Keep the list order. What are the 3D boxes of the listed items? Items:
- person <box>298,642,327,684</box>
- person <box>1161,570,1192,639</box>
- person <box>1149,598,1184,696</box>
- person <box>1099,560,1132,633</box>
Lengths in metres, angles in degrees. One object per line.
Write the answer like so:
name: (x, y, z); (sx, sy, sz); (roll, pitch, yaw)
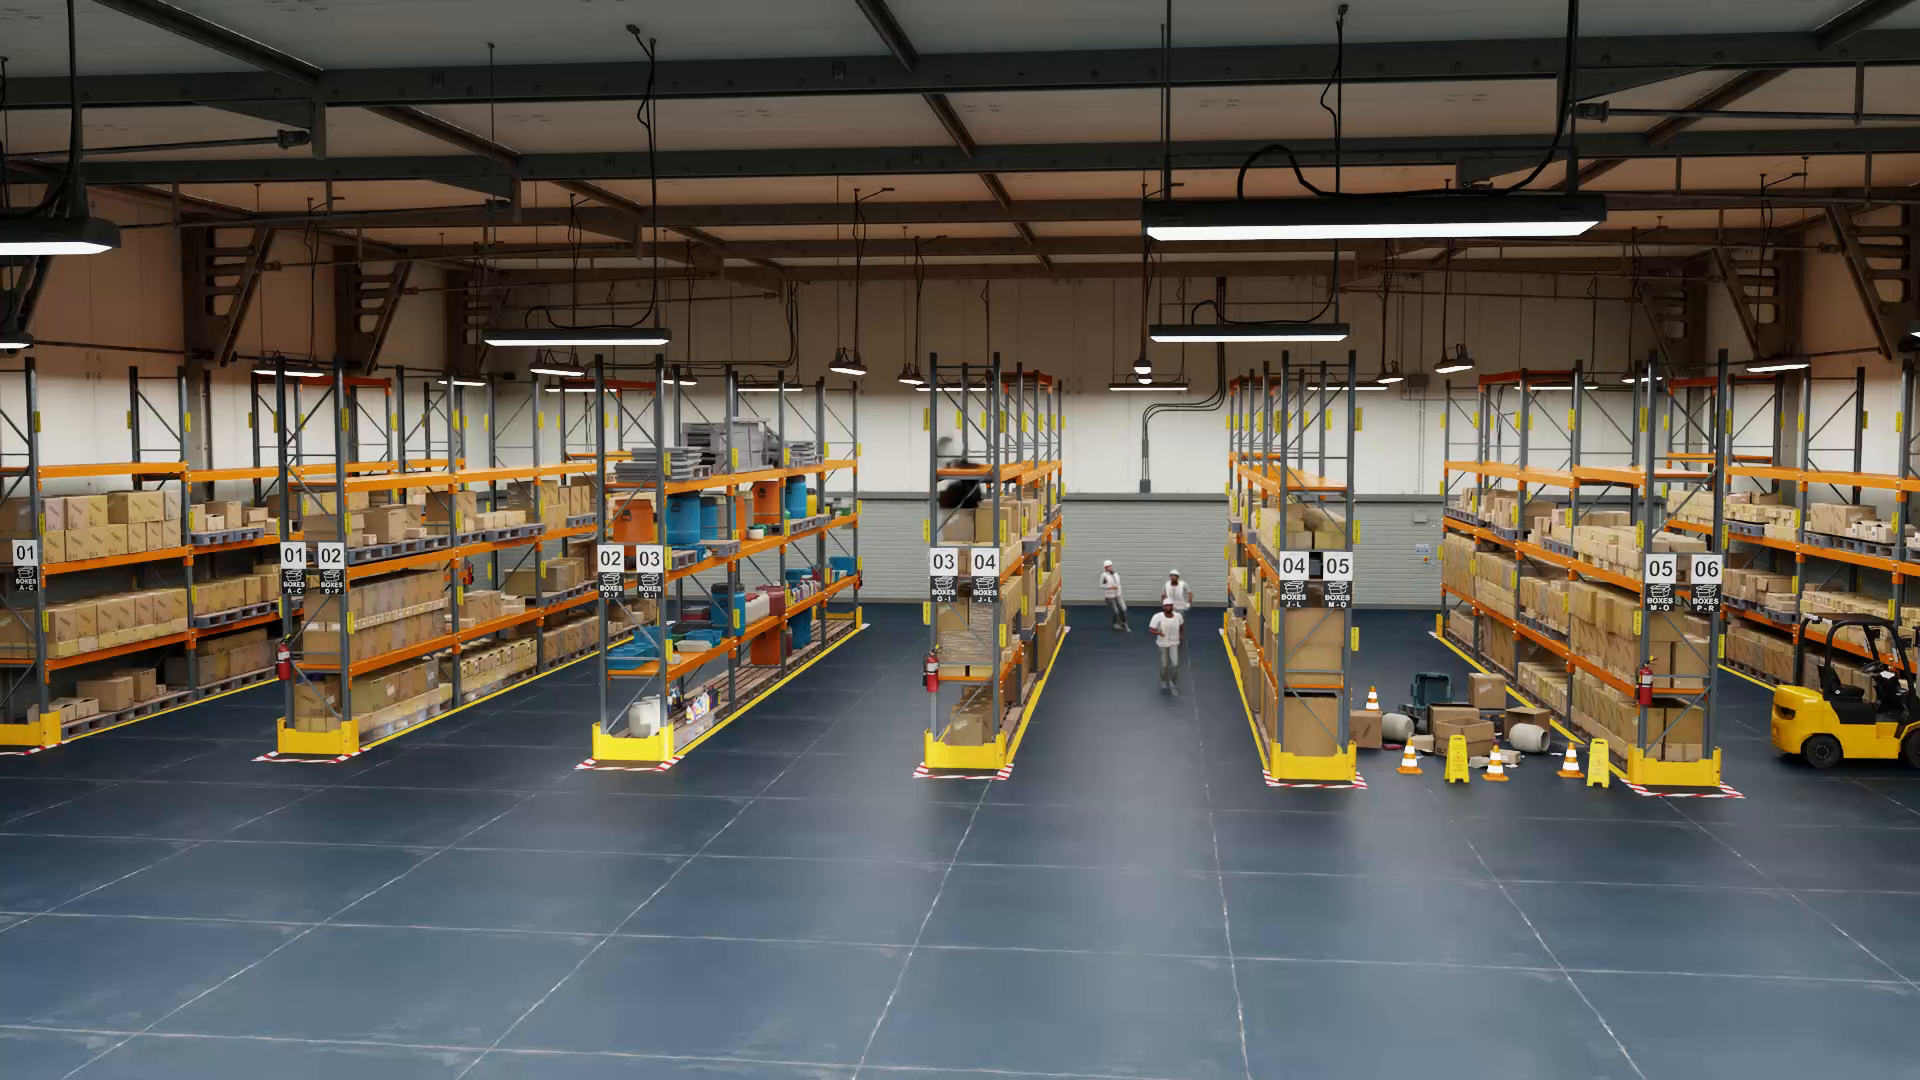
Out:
person: (-10.999, 2.201, 28.244); (0.606, 1.600, 0.557); (0, 4, 5)
person: (4.799, 1.532, 36.897); (0.698, 1.758, 0.680); (1, 4, 15)
person: (3.814, 1.972, 30.608); (0.680, 1.824, 0.759); (0, 4, 0)
person: (3.648, 1.344, 39.771); (0.769, 1.762, 0.651); (-2, 4, -23)
